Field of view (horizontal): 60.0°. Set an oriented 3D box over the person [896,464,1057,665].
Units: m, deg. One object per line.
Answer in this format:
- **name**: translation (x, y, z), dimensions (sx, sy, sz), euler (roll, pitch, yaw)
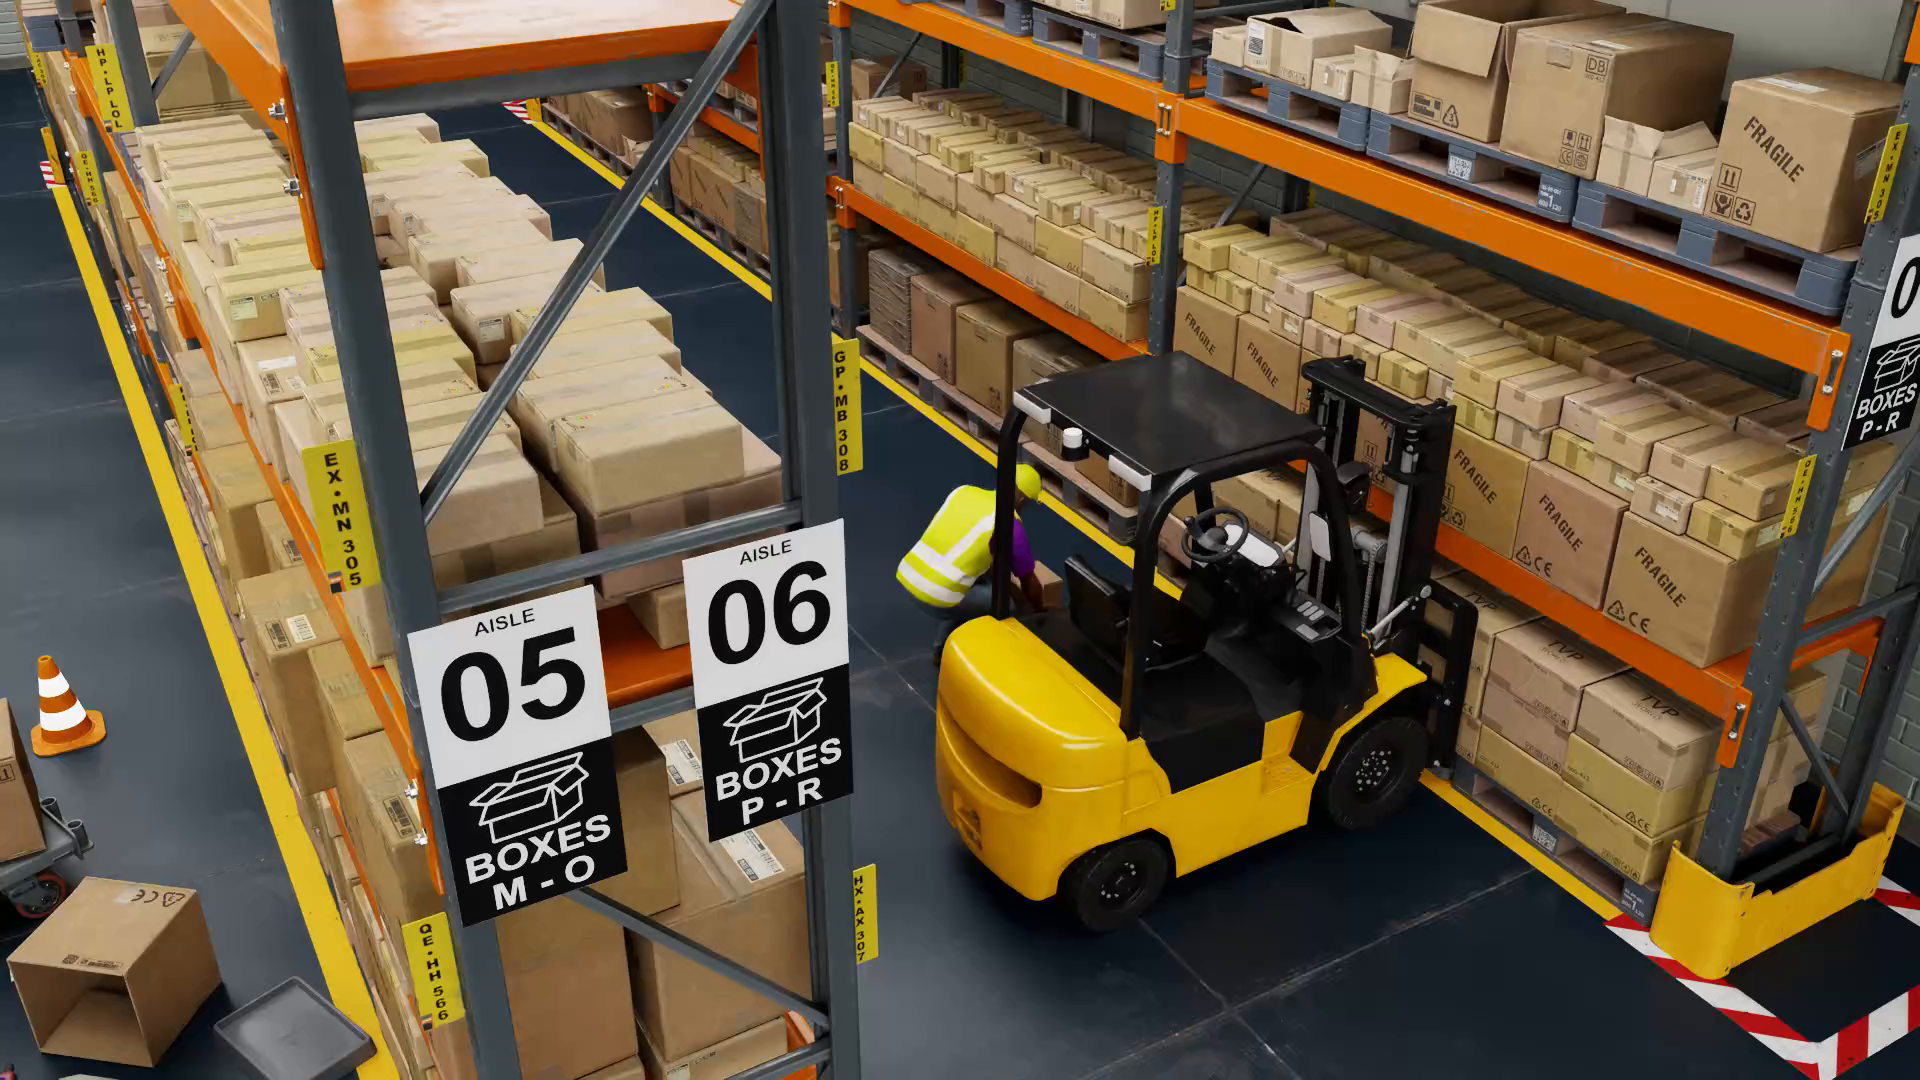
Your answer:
- **person**: translation (0.063, 0.172, 8.911), dimensions (0.860, 1.112, 0.603), euler (-16, 33, -26)
